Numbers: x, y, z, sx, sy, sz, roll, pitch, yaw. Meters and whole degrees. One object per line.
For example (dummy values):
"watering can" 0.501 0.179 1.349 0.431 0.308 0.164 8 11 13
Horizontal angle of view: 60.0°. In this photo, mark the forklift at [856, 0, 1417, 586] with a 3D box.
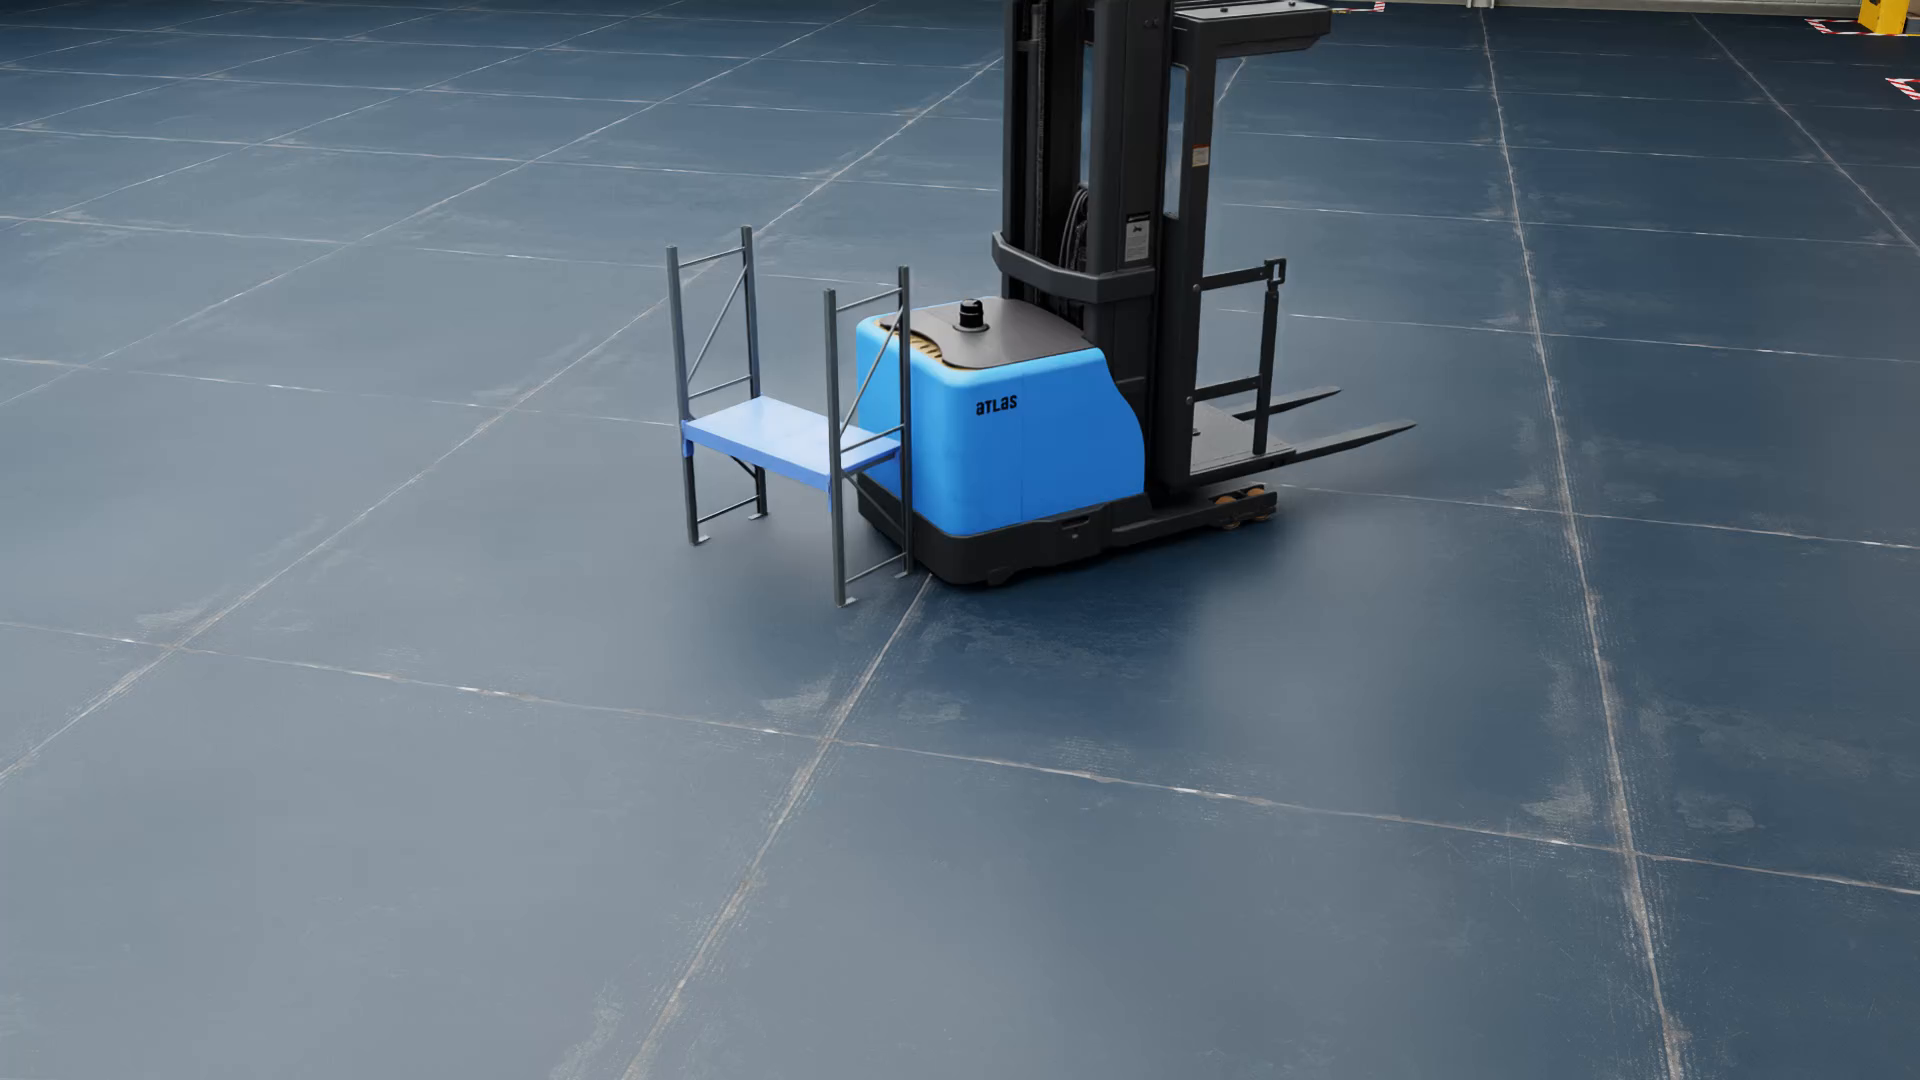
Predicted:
"forklift" 1.020 -1.557 8.111 3.031 2.935 1.130 -14 29 -27

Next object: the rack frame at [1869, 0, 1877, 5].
"rack frame" 12.835 -8.550 22.720 0.127 3.000 1.000 6 26 13

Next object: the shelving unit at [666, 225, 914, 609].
"shelving unit" -0.781 -0.590 7.745 1.048 1.500 0.538 21 32 36

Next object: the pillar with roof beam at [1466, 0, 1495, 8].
"pillar with roof beam" 6.845 -10.394 19.614 0.400 9.000 9.100 6 26 13

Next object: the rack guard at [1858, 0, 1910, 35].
"rack guard" 12.909 -7.414 23.241 0.348 0.500 1.175 6 26 13

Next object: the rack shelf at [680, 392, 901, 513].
"rack shelf" -0.781 -0.428 7.823 1.000 0.185 0.538 21 32 36

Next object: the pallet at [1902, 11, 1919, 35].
"pallet" 13.687 -7.182 23.089 1.213 0.211 1.003 6 26 13

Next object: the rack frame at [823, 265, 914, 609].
"rack frame" -0.398 -0.447 7.444 0.032 1.500 0.500 21 32 36

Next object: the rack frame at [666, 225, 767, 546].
"rack frame" -1.164 -0.734 8.047 0.032 1.500 0.500 21 32 36

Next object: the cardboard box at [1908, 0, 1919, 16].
"cardboard box" 13.483 -7.424 22.969 0.500 0.311 0.500 3 26 7
